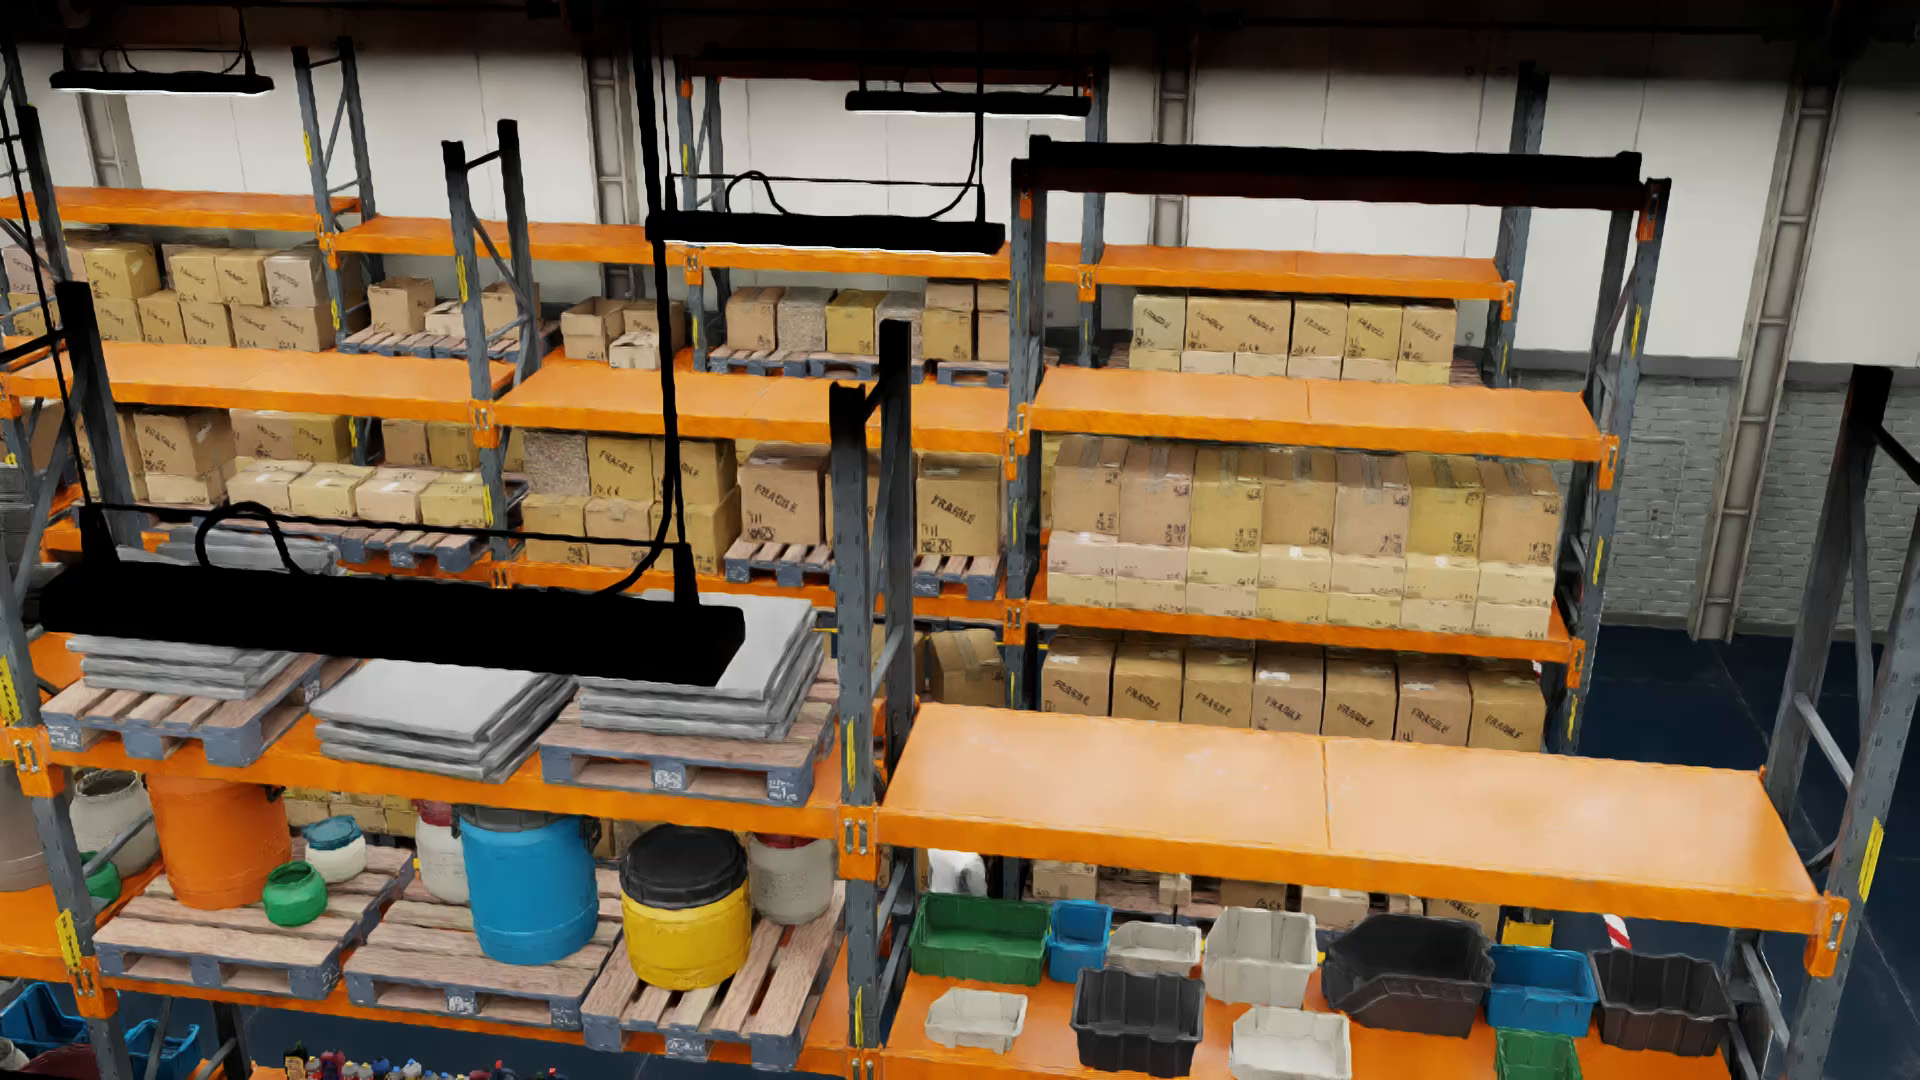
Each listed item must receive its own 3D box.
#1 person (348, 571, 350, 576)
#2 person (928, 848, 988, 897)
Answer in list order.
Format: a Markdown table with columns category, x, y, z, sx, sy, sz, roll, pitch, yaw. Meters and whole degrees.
| category | x | y | z | sx | sy | sz | roll | pitch | yaw |
| --- | --- | --- | --- | --- | --- | --- | --- | --- | --- |
| person | -5.775 | 0.989 | 15.837 | 1.121 | 1.691 | 0.577 | 5 | 24 | 11 |
| person | 0.035 | 2.647 | 11.825 | 0.626 | 1.768 | 0.576 | 19 | 29 | 37 |
